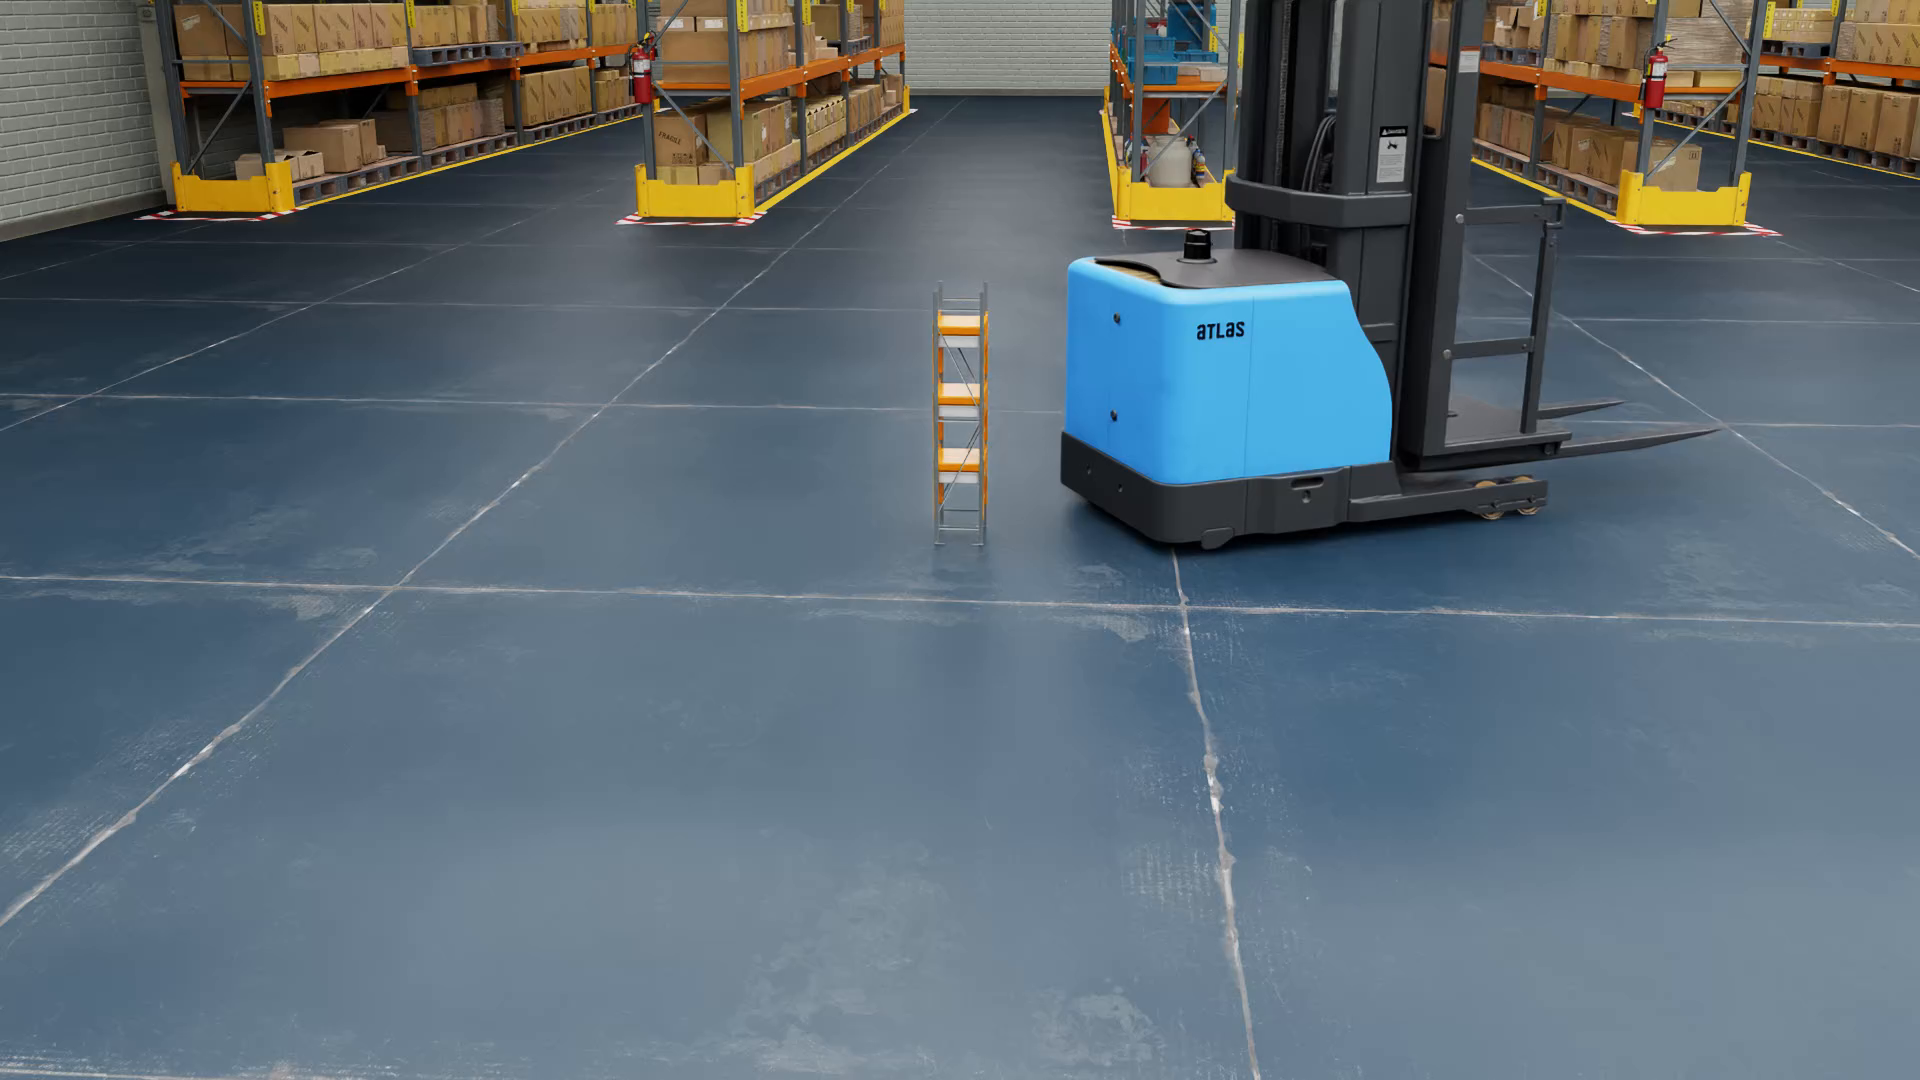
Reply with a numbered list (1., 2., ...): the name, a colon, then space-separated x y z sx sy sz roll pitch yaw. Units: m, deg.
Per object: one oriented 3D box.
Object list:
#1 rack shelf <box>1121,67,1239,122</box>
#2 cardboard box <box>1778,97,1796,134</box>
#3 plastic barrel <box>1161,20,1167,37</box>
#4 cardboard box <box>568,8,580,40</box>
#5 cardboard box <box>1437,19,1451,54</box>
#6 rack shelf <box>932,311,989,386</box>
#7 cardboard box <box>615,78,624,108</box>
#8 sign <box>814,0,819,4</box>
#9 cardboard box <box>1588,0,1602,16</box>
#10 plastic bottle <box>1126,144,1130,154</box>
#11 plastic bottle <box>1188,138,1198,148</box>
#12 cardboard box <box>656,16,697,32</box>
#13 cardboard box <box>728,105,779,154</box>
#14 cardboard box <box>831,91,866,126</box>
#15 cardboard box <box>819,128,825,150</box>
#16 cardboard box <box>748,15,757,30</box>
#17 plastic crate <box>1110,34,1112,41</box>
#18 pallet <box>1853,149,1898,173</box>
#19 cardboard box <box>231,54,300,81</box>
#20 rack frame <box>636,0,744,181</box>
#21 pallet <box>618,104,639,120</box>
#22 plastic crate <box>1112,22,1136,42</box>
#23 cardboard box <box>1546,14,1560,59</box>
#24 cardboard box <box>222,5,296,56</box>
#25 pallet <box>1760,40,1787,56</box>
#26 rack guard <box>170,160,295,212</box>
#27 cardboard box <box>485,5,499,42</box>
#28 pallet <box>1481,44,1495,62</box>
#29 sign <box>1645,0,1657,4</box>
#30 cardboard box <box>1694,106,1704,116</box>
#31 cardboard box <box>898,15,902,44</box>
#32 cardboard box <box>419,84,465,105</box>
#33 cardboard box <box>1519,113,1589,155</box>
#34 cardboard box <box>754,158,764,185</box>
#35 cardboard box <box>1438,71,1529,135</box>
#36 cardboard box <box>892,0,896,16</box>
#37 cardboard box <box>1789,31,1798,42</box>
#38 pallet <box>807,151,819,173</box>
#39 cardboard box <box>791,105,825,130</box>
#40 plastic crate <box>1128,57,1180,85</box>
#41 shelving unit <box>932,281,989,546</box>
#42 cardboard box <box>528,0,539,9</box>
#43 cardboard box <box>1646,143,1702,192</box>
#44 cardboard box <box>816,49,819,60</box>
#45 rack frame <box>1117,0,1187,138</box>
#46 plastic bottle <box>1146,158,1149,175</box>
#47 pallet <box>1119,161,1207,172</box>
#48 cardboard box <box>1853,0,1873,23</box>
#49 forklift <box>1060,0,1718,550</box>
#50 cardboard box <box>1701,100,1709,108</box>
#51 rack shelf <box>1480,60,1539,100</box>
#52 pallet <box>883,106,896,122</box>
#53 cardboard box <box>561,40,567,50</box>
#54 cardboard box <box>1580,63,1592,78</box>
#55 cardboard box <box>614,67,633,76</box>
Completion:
1. rack shelf: 2.367 -4.954 18.380 1.077 0.370 4.000 1 18 4
2. cardboard box: 12.505 -6.290 24.641 0.500 0.500 0.500 2 18 6
3. plastic barrel: 2.881 -6.636 22.140 0.433 0.535 0.433 0 18 0
4. cardboard box: -6.606 -8.514 27.417 0.500 0.500 0.500 1 18 4
5. cardboard box: 7.638 -7.729 25.533 0.500 0.500 0.500 2 18 5
6. rack shelf: 0.004 -0.775 6.725 0.215 0.259 0.240 1 18 4
7. cardboard box: -6.564 -8.180 30.409 0.700 0.500 0.500 2 18 5
8. sign: -2.398 -8.935 27.982 0.100 0.325 0.005 1 18 4
9. cardboard box: 7.069 -5.870 17.777 0.500 0.500 0.500 1 18 4
10. plastic bottle: 1.972 -4.485 19.449 0.061 0.283 0.133 2 18 6
11. plastic bottle: 2.715 -4.501 19.390 0.144 0.351 0.185 1 18 4
12. cardboard box: -2.880 -5.265 16.972 0.380 0.149 0.250 1 18 3
13. cardboard box: -2.346 -4.663 18.874 0.500 0.500 0.500 1 18 4
14. cardboard box: -1.753 -6.746 26.000 0.500 0.500 0.500 1 18 3
15. cardboard box: -2.082 -5.361 22.208 0.500 0.250 0.500 1 18 2
16. cardboard box: -2.402 -5.580 17.933 0.380 0.149 0.250 1 18 2
17. plastic crate: 2.919 -9.380 31.060 0.250 0.136 0.298 1 18 4
18. pallet: 12.455 -4.961 21.723 1.003 0.211 1.213 1 18 4
19. cardboard box: -7.306 -4.979 17.508 0.500 0.250 0.500 1 18 2
20. rack frame: -2.717 -4.786 16.713 1.000 3.000 0.127 1 18 4
21. pallet: -6.580 -7.912 30.730 1.003 0.211 1.213 1 18 4
22. plastic crate: 2.777 -8.575 28.205 0.392 0.384 0.575 1 18 4
23. cardboard box: 7.357 -5.857 19.342 0.875 0.500 0.500 1 18 4
24. cardboard box: -7.324 -5.332 17.383 0.500 0.500 0.500 1 18 4
25. pallet: 12.778 -7.431 25.093 1.003 0.211 1.213 1 18 4
26. rack guard: -7.653 -3.732 17.509 1.175 0.500 0.348 1 18 4
27. cardboard box: -7.108 -7.491 24.100 0.700 0.500 0.500 -1 18 -3
28. pallet: 7.792 -6.734 22.965 1.213 0.211 1.003 1 18 4
29. sign: 6.612 -5.283 15.862 0.100 0.325 0.005 1 18 4
30. cardboard box: 12.709 -7.286 28.244 0.380 0.149 0.250 1 18 2
31. cardboard box: -1.364 -9.497 30.928 0.500 0.500 0.500 1 18 4
32. cardboard box: -7.219 -6.198 23.124 0.500 0.250 0.500 1 18 4
33. cardboard box: 7.569 -5.166 21.178 0.700 0.500 0.500 1 18 4
34. cardboard box: -2.424 -3.996 18.043 0.500 0.250 0.500 1 18 4
35. cardboard box: 7.807 -6.453 24.536 1.225 0.875 0.875 0 18 1
36. cardboard box: -1.432 -9.656 29.809 0.500 0.500 0.500 2 18 6
37. cardboard box: 12.292 -7.307 24.136 0.380 0.149 0.250 2 18 5
38. pallet: -2.416 -4.933 21.640 1.003 0.211 1.213 1 18 4
39. cardboard box: -2.075 -5.627 22.120 0.500 0.311 0.500 1 18 2
40. plastic crate: 1.961 -4.766 16.890 0.499 0.251 0.616 1 18 4
41. shelving unit: 0.004 -0.516 6.810 0.215 1.050 0.252 1 18 4
42. cardboard box: -6.757 -8.237 25.370 0.500 0.250 0.500 1 18 3
43. cardboard box: 7.225 -3.769 16.950 0.500 0.500 0.500 5 19 14
44. cardboard box: -2.179 -6.754 23.123 0.380 0.149 0.250 3 18 8
45. rack frame: 2.797 -7.159 23.955 1.000 3.000 0.127 1 18 4
46. plastic bottle: 2.099 -4.258 18.888 0.097 0.201 0.097 0 18 0
47. pallet: 2.421 -4.384 19.964 1.003 0.211 1.213 1 18 4
48. cardboard box: 12.635 -7.290 22.588 0.700 0.500 0.500 1 18 4
49. forklift: 2.023 -1.625 7.174 3.031 2.935 1.130 -7 19 -20
50. cardboard box: 12.676 -7.324 27.885 0.380 0.149 0.250 0 18 1
51. rack shelf: 7.594 -6.086 21.834 1.077 0.370 4.000 1 18 4
52. pallet: -1.722 -7.781 30.332 1.003 0.211 1.213 1 18 4
53. cardboard box: -6.642 -8.086 27.153 0.380 0.149 0.250 1 18 4
54. cardboard box: 7.041 -5.161 18.259 0.380 0.149 0.250 1 18 4
55. cardboard box: -6.307 -8.842 31.389 0.380 0.149 0.250 2 18 5
